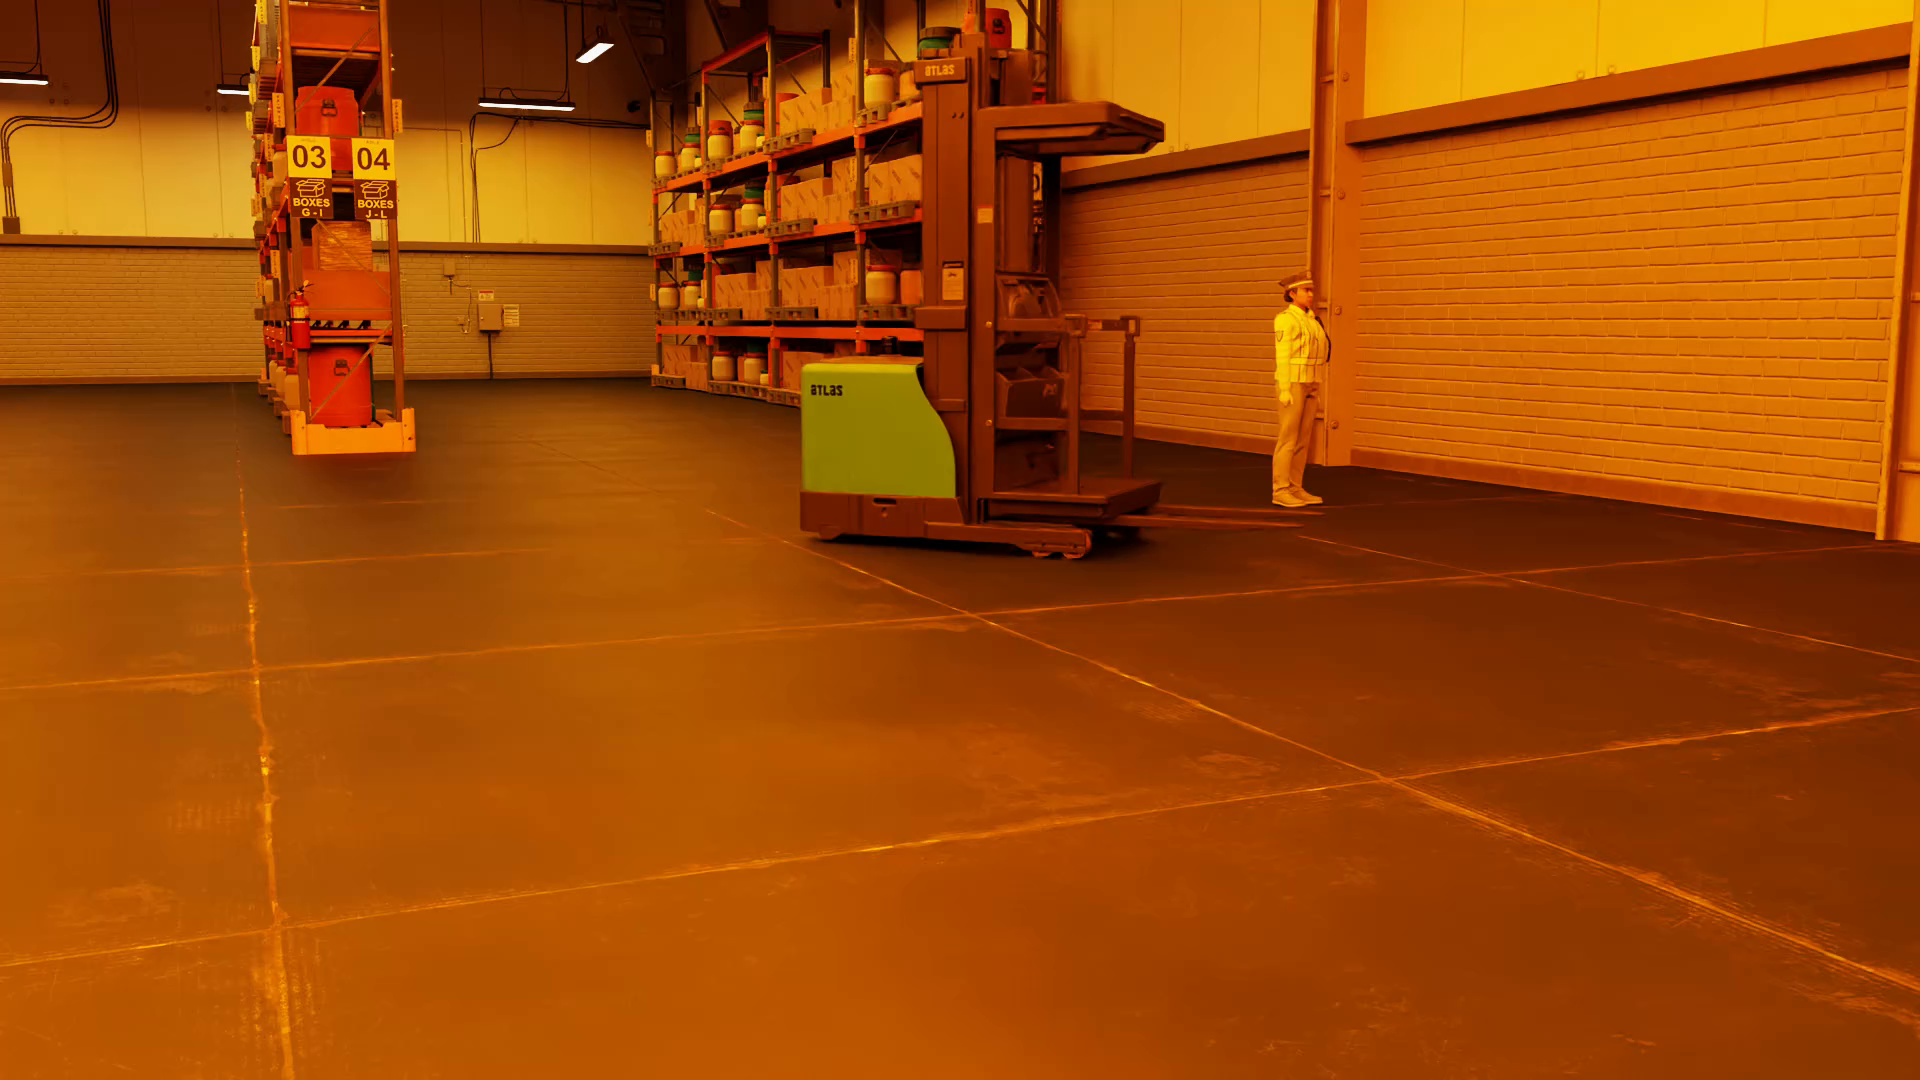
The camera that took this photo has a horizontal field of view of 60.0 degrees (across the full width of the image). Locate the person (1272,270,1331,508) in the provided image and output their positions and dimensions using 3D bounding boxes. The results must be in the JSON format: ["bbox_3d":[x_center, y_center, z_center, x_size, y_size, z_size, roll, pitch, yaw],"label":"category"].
[{"bbox_3d":[2.453,-1.096,12.015,0.338,1.692,0.463,7,10,41],"label":"person"}]

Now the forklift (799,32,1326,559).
[{"bbox_3d":[0.591,-1.422,9.729,3.031,2.935,1.130,3,8,23],"label":"forklift"}]
